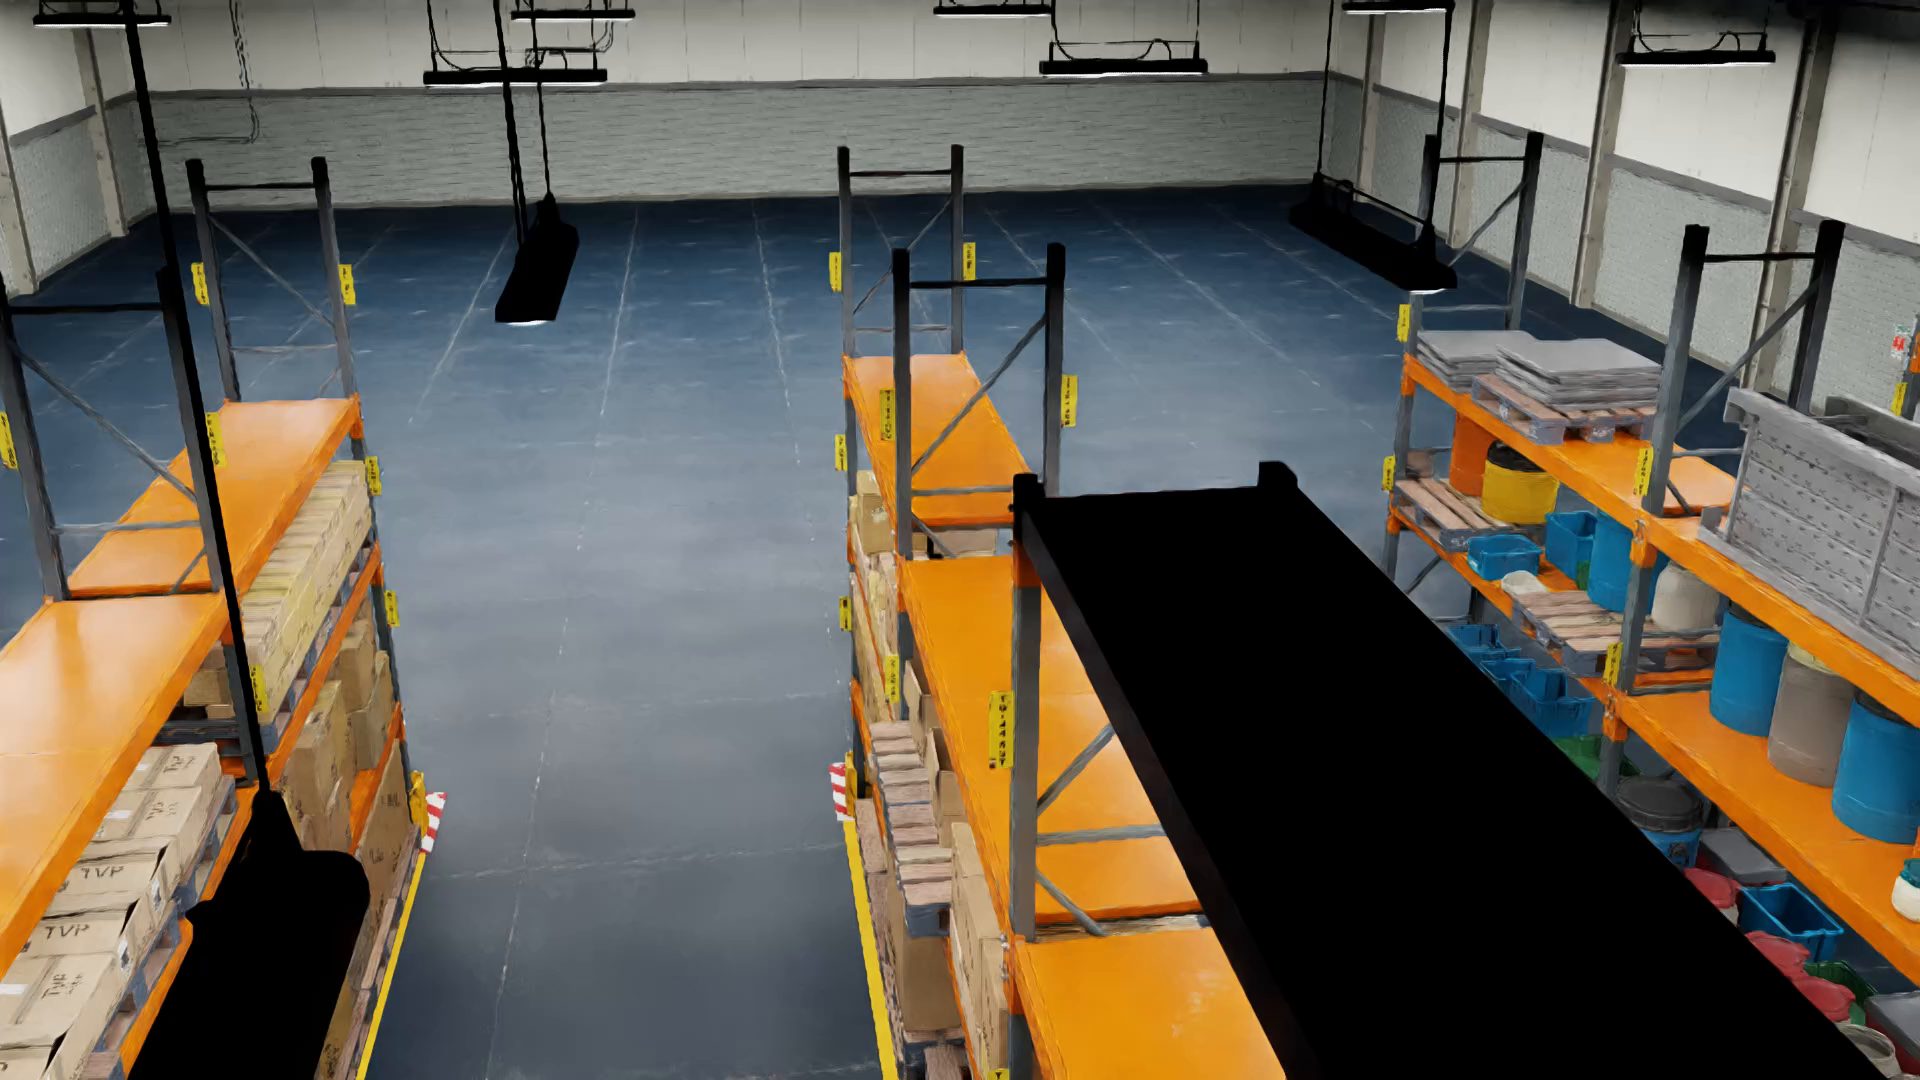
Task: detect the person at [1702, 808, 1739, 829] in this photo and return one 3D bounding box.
[{"bbox_3d":[6.550,2.160,13.831,0.598,1.698,1.193,-2,22,-6],"label":"person"}]
